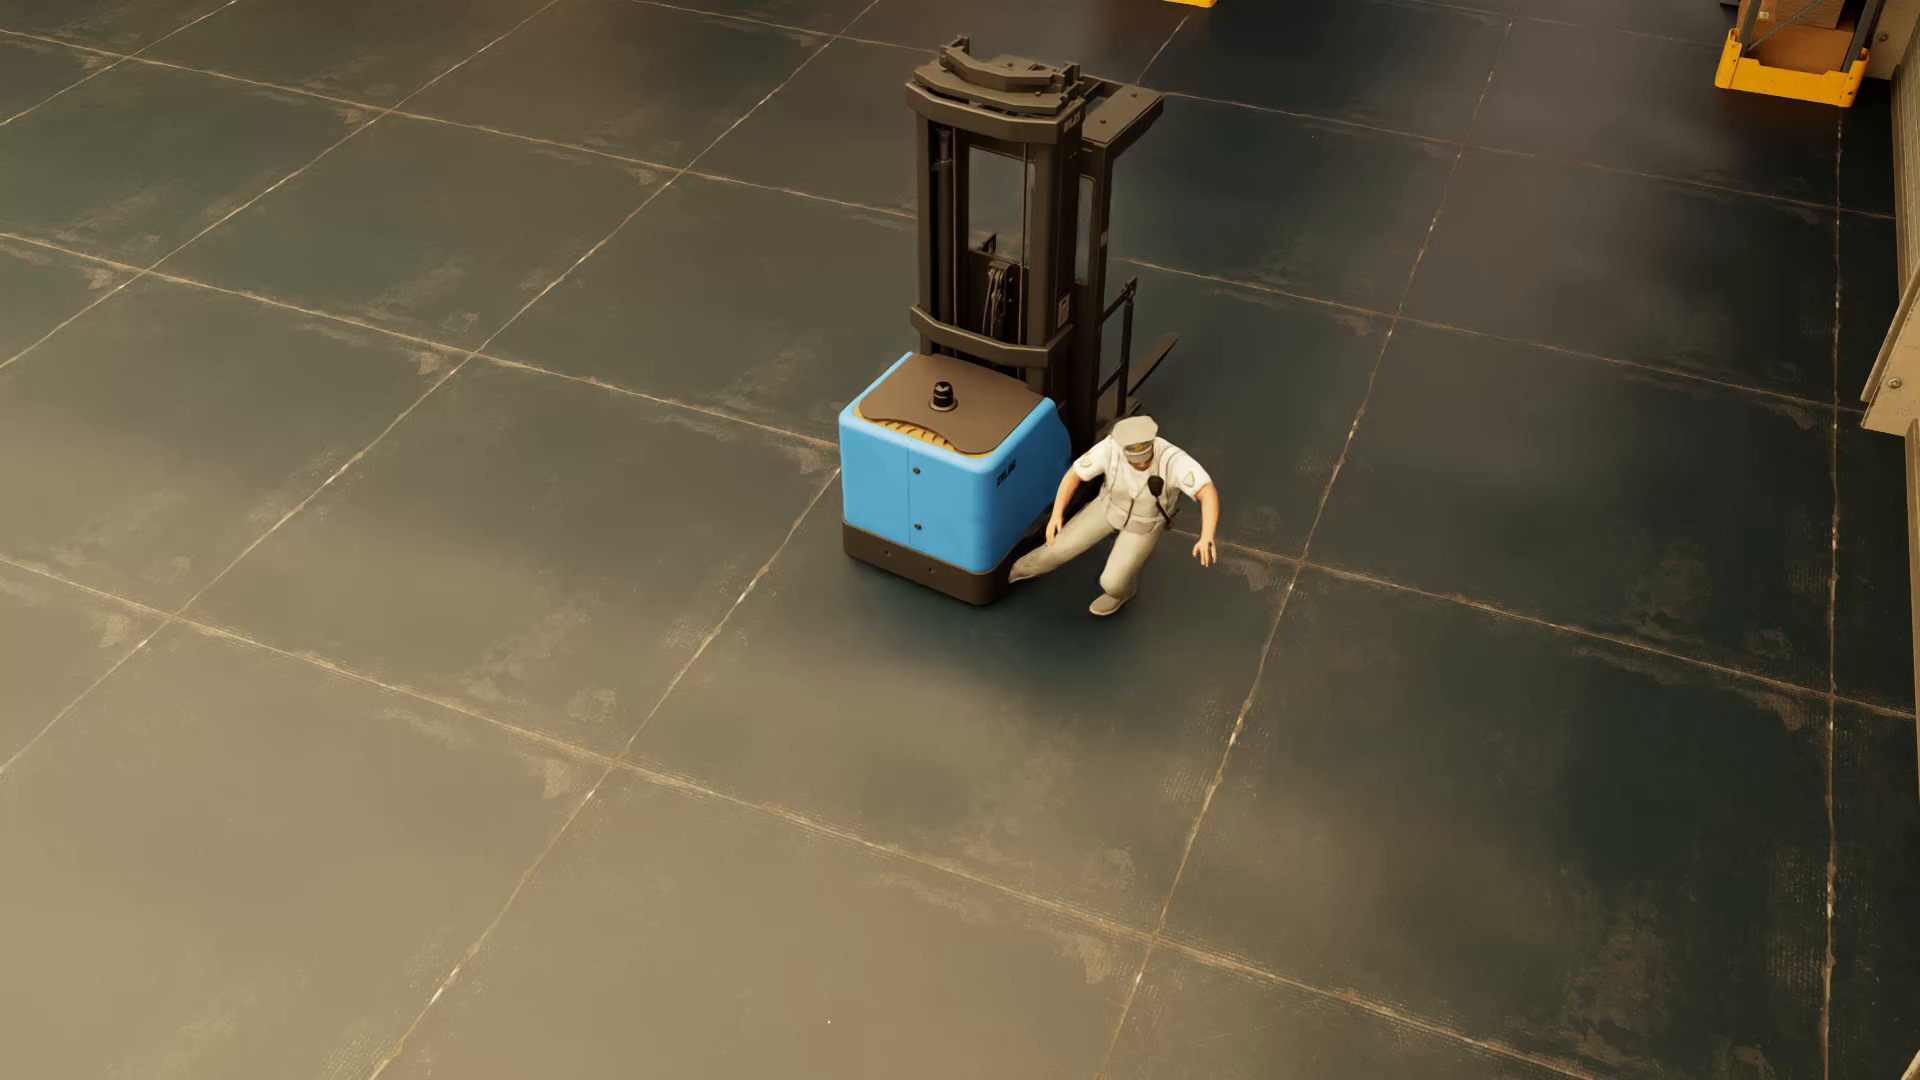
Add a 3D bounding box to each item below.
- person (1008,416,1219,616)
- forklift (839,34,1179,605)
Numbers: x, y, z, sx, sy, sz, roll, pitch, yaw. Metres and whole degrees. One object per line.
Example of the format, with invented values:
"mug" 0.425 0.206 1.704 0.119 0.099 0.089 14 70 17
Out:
"person" 0.795 -0.089 9.227 1.440 1.467 0.881 15 42 17
"forklift" 0.474 -1.670 10.002 1.130 2.935 3.031 21 44 23
